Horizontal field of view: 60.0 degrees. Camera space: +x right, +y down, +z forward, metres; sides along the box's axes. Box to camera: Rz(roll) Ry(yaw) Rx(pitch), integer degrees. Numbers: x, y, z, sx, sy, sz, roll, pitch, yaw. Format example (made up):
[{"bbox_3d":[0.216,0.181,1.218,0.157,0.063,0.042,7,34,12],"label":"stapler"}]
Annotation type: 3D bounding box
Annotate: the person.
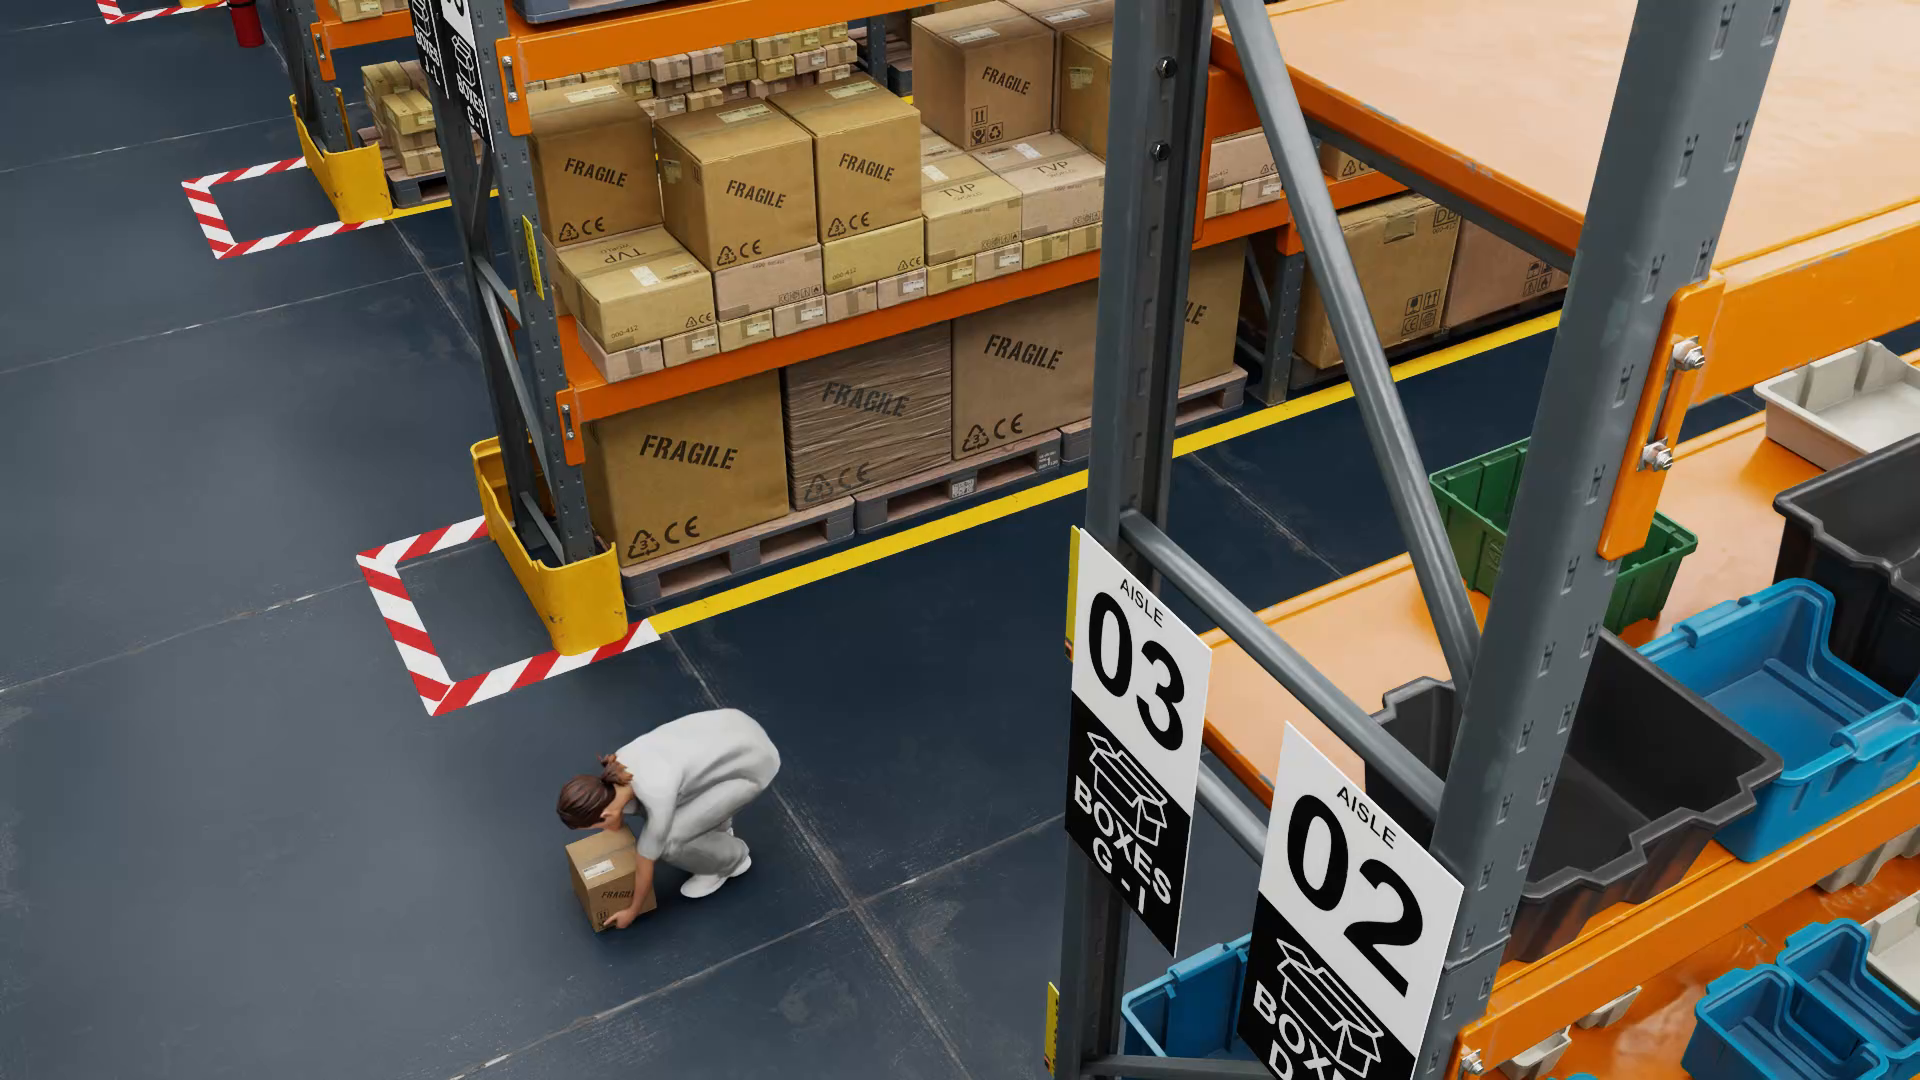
[{"bbox_3d":[-1.097,1.030,6.351,0.862,0.754,0.436,-20,41,-25],"label":"person"}]
